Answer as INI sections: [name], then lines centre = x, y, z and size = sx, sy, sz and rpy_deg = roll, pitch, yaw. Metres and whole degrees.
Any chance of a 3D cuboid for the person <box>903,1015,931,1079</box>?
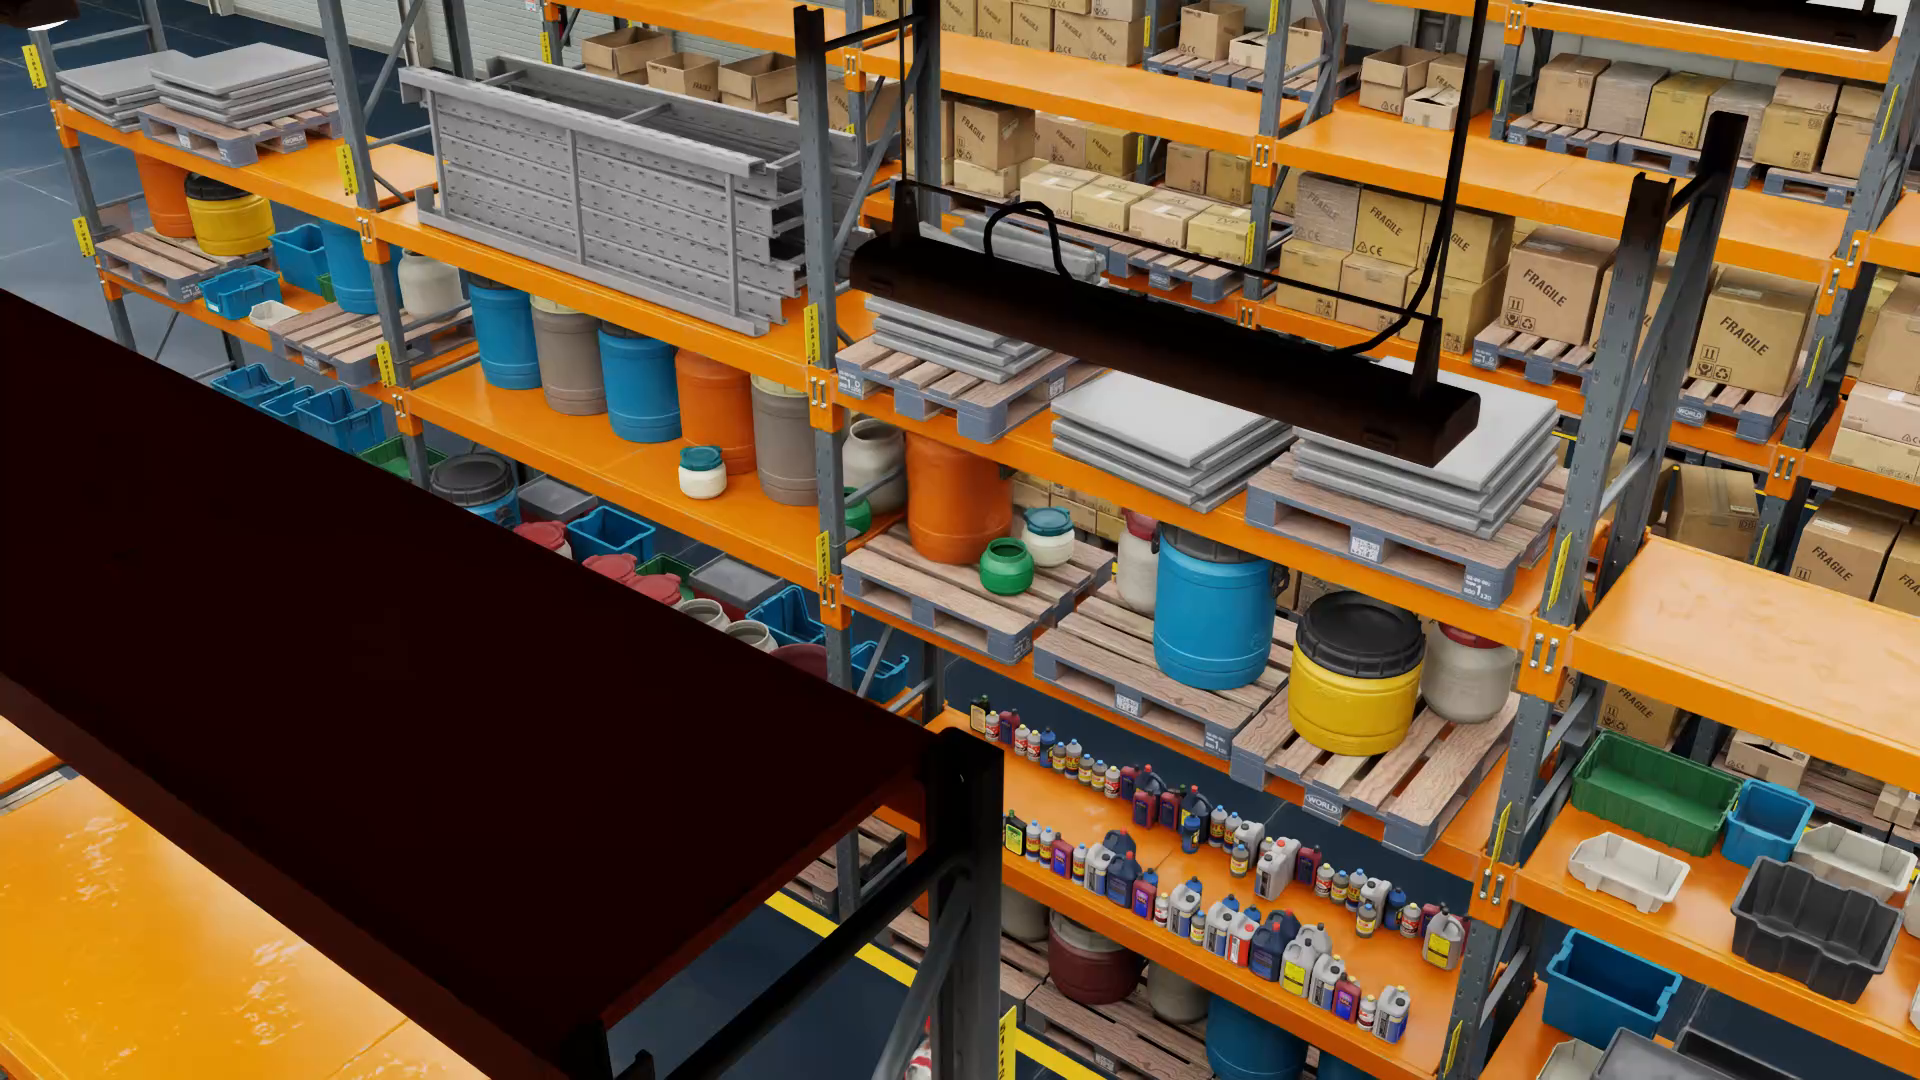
[person]
centre = -0.135, 2.884, 8.556
size = 1.074, 1.571, 0.569
rpy_deg = 15, 35, 23
